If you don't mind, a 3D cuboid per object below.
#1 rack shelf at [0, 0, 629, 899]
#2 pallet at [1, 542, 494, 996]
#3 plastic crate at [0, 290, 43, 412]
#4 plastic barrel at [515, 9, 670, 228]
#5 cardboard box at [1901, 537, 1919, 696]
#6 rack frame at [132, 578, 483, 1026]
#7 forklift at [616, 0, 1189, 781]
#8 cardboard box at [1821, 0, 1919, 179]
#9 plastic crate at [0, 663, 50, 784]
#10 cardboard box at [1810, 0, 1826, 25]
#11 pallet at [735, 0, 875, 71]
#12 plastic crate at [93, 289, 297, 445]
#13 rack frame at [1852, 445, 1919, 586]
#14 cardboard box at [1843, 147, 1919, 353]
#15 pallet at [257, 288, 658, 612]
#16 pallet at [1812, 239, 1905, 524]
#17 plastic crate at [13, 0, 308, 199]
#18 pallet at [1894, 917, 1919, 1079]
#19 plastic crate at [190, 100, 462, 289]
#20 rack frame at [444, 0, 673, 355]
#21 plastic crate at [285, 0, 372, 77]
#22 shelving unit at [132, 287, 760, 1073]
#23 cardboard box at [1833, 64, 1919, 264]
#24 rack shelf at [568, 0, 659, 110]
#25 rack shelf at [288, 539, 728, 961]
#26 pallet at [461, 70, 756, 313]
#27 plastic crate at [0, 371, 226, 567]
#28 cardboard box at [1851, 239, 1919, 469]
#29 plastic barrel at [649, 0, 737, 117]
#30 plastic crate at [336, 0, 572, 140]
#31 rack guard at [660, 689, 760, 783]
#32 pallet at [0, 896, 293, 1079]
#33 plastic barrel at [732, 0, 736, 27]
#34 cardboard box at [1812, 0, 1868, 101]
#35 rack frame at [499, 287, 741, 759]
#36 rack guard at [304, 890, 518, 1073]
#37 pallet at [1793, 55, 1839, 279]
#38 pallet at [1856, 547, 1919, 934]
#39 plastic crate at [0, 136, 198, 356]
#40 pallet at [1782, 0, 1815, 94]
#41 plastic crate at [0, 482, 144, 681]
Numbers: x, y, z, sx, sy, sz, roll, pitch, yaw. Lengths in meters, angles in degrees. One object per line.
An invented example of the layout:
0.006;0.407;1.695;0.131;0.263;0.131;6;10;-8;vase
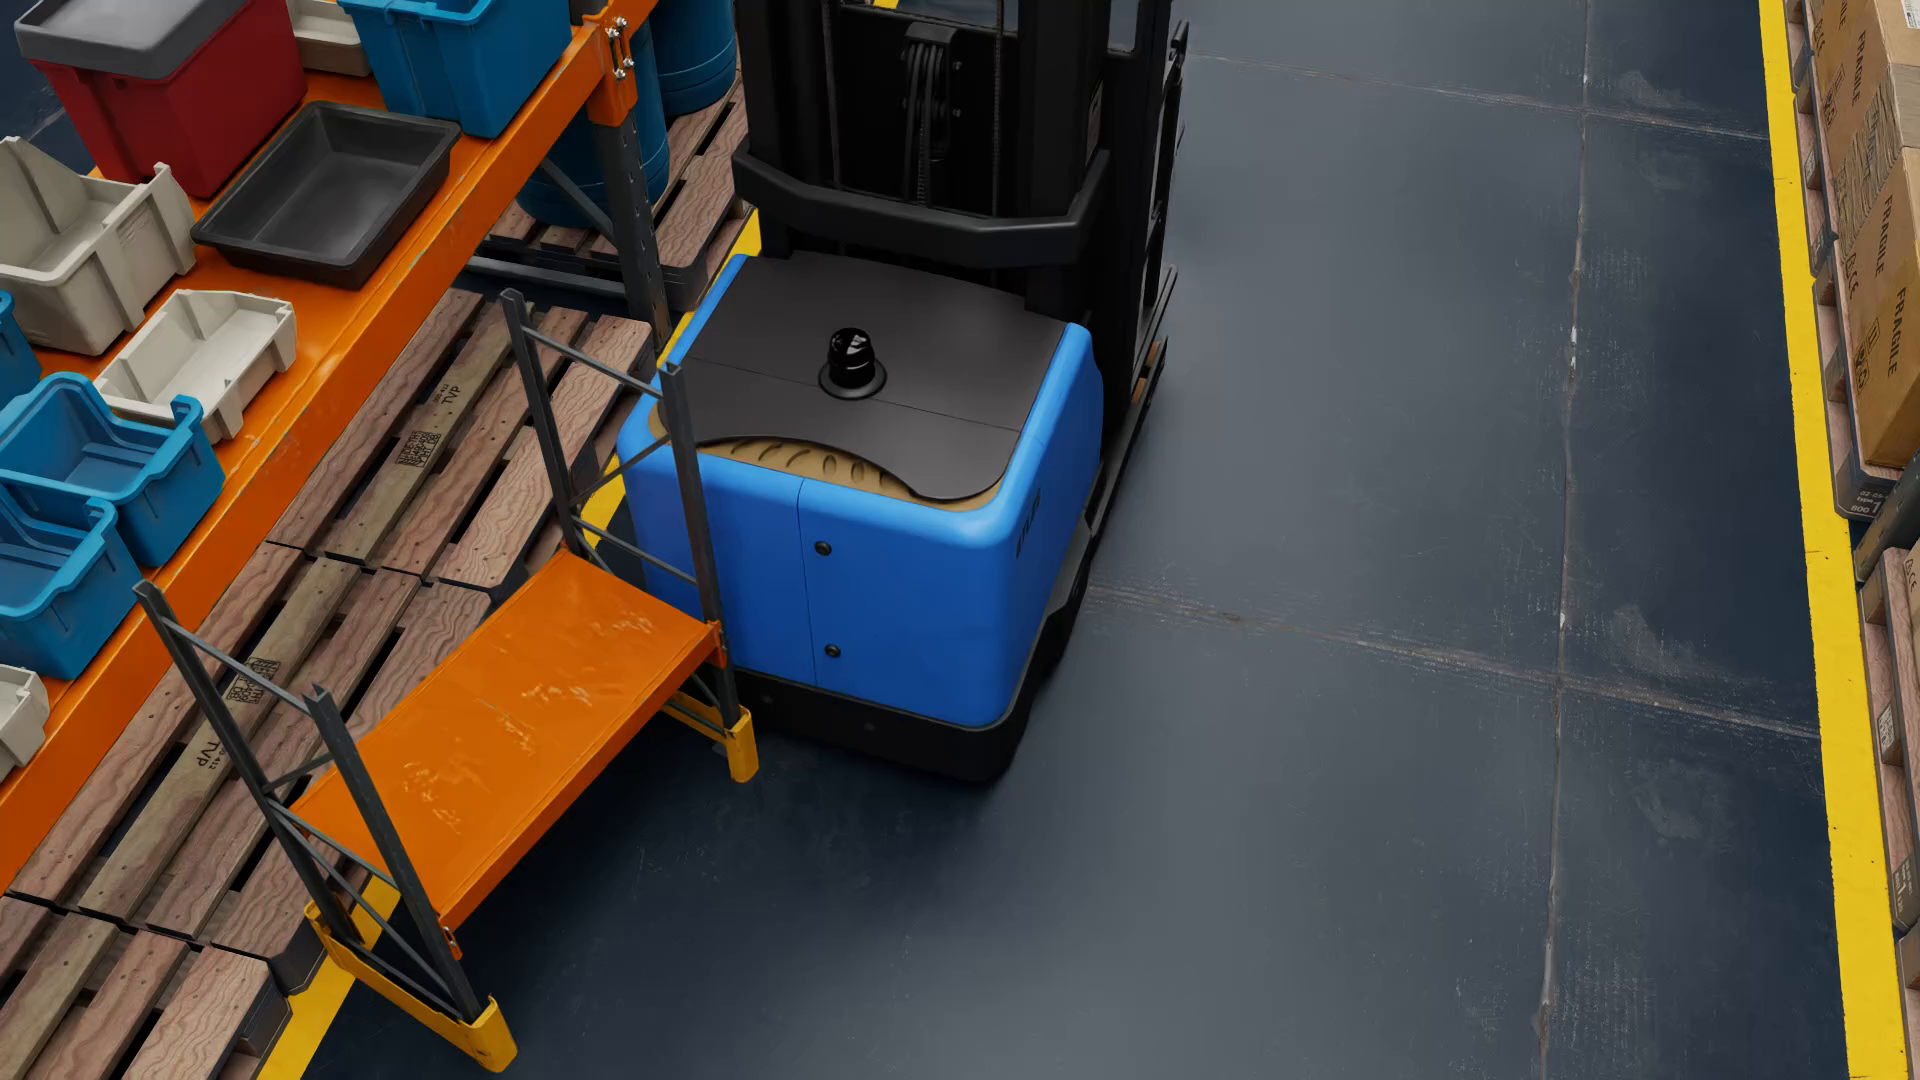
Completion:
-2.044;-0.099;3.817;1.077;0.370;4.000;12;50;10;rack shelf
-1.993;0.563;4.612;1.003;0.211;1.213;12;50;10;pallet
-2.277;-0.391;3.666;0.416;0.233;0.300;12;50;10;plastic crate
-1.358;-1.619;5.798;0.600;0.901;0.708;12;50;10;plastic barrel
2.941;0.201;4.572;0.500;0.311;0.500;12;50;10;cardboard box
-1.360;0.679;3.651;0.500;1.500;0.032;25;53;21;rack frame
0.074;-1.440;4.566;1.130;2.935;3.031;14;50;12;forklift
3.516;-1.623;6.055;0.500;0.500;0.500;10;49;9;cardboard box
-1.845;0.357;3.070;0.250;0.136;0.298;12;50;10;plastic crate
3.785;-2.363;6.709;0.500;0.500;0.500;10;49;9;cardboard box
-0.955;-2.297;7.136;1.003;0.211;1.213;12;50;10;pallet
-1.686;-0.398;3.736;0.293;0.136;0.466;12;50;10;plastic crate
3.260;-0.804;3.959;1.000;3.000;0.127;12;50;10;rack frame
3.252;-0.892;5.410;0.500;0.500;0.500;12;50;10;cardboard box
-1.674;-0.322;5.393;1.003;0.211;1.213;12;50;10;pallet
3.438;-0.477;5.530;1.003;0.211;1.213;12;50;10;pallet
-1.995;-1.229;4.251;0.402;0.464;0.583;12;50;10;plastic crate
2.759;1.501;3.785;1.003;0.211;1.213;12;50;10;pallet
-1.553;-0.850;4.143;0.437;0.125;0.590;12;50;10;plastic crate
-1.518;-1.784;4.824;1.000;3.000;0.127;12;50;10;rack frame
-1.778;-1.408;4.628;0.396;0.136;0.243;12;50;10;plastic crate
-1.093;0.362;3.930;0.587;1.500;1.083;25;53;21;shelving unit
3.384;-1.254;5.730;0.500;0.500;0.500;12;50;11;cardboard box
-0.991;-2.993;6.370;1.077;0.370;4.000;12;50;10;rack shelf
-1.088;0.476;4.070;0.538;0.185;1.000;25;53;21;rack shelf
-1.274;-1.411;6.355;1.003;0.211;1.213;12;50;10;pallet
-1.762;-0.138;3.443;0.416;0.233;0.300;12;50;10;plastic crate
3.114;-0.536;5.096;0.500;0.500;0.500;11;50;10;cardboard box
-1.172;-2.131;6.250;0.600;0.901;0.708;12;50;10;plastic barrel
-1.311;-1.394;4.450;0.392;0.384;0.575;12;50;10;plastic crate
-0.827;0.460;4.677;0.587;0.250;0.087;25;53;21;rack guard
-2.316;1.443;3.836;1.003;0.211;1.213;12;50;10;pallet
-0.937;-2.393;6.741;0.421;0.512;0.421;0;49;0;plastic barrel
3.648;-2.001;6.389;0.500;0.500;0.500;11;49;10;cardboard box
-0.817;0.034;4.219;0.500;1.500;0.032;25;53;21;rack frame
-1.360;1.091;4.120;0.587;0.250;0.087;25;53;21;rack guard
3.757;-1.362;6.312;1.003;0.211;1.213;12;50;10;pallet
3.078;0.615;4.566;1.003;0.211;1.213;12;50;10;pallet
-2.097;-0.697;3.903;0.437;0.282;0.530;12;50;10;plastic crate
4.080;-2.242;7.088;1.003;0.211;1.213;12;50;10;pallet
-1.841;0.079;3.252;0.416;0.233;0.300;12;50;10;plastic crate
